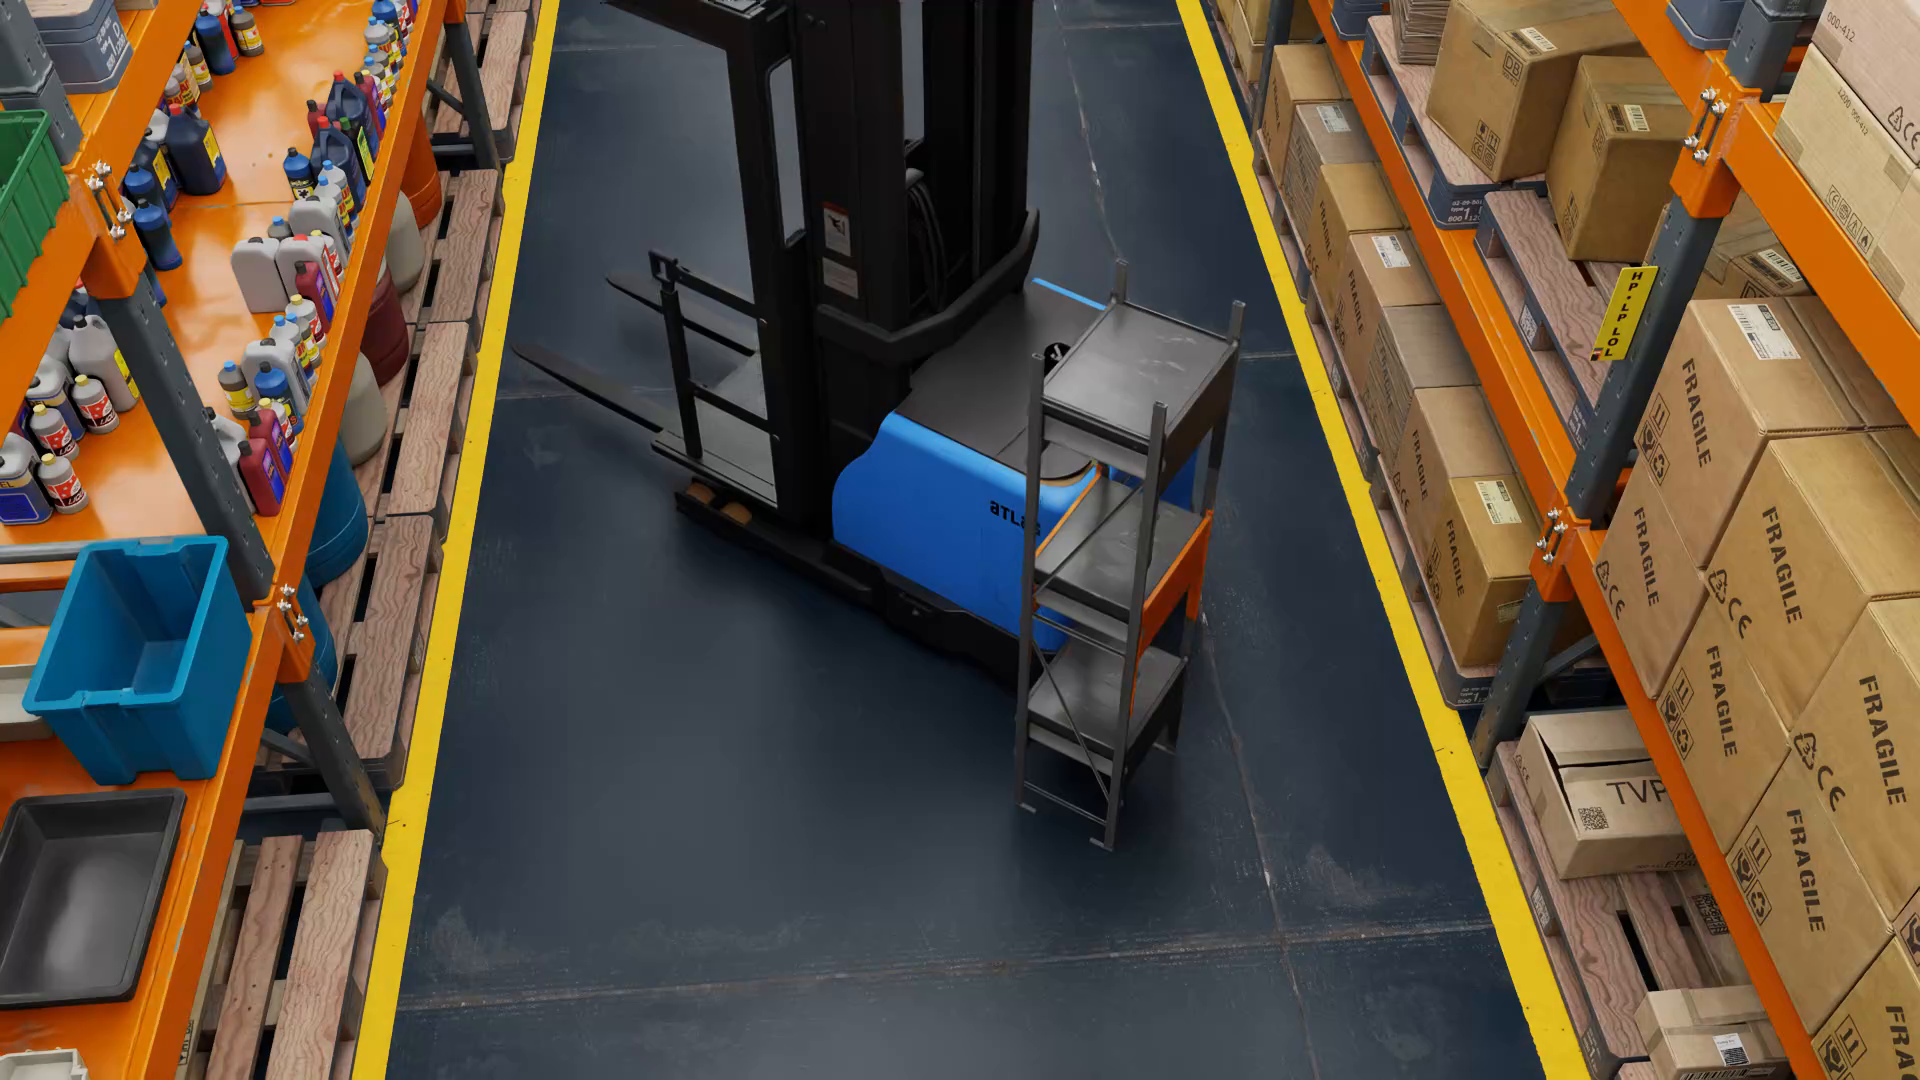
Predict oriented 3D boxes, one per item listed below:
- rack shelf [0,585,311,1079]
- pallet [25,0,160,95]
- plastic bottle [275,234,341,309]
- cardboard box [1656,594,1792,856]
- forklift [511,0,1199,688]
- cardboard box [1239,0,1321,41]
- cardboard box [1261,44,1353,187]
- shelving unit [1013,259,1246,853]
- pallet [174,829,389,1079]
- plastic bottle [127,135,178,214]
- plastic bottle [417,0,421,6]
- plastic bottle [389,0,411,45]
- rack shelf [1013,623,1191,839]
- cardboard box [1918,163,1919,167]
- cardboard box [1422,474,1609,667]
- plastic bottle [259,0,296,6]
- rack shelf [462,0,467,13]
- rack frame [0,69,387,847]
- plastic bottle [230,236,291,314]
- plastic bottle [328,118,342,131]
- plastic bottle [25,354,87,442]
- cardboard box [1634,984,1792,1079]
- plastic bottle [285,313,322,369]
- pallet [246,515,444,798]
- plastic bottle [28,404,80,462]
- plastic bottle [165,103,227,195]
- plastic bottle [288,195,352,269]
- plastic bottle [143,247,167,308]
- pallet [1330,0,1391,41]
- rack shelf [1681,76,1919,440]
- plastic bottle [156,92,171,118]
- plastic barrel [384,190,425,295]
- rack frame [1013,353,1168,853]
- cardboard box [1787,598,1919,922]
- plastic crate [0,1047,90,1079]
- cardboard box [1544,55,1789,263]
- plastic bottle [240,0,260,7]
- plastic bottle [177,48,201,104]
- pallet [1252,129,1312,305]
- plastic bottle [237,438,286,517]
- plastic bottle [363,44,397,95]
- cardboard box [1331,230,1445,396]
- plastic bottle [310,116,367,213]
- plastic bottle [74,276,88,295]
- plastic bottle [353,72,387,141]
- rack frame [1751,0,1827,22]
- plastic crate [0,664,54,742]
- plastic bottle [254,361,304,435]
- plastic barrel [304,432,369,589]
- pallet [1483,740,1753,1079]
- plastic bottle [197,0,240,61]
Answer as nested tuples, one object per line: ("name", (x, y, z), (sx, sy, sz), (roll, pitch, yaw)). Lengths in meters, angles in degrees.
("rack shelf", (-2.376, 1.730, 3.678), (1.077, 0.370, 4.000), (-3, 47, -3))
("pallet", (-2.706, -1.492, 4.298), (1.213, 0.211, 1.003), (-3, 47, -3))
("plastic bottle", (-2.280, -0.950, 5.806), (0.152, 0.276, 0.135), (-3, 47, -3))
("cardboard box", (2.210, 0.458, 4.318), (0.500, 0.500, 0.500), (-3, 47, -3))
("forklift", (-0.570, -1.287, 6.087), (3.031, 2.935, 1.130), (27, 52, 23))
("cardboard box", (1.769, -2.913, 8.797), (0.500, 0.311, 0.500), (-2, 47, -2))
("cardboard box", (1.811, -2.102, 8.230), (0.500, 0.500, 0.500), (-2, 47, -2))
("shelving unit", (0.493, 0.147, 5.301), (0.431, 2.100, 0.503), (24, 51, 21))
("pallet", (-2.443, 1.524, 5.298), (1.003, 0.211, 1.213), (-3, 47, -3))
("plastic bottle", (-3.039, -1.390, 6.171), (0.144, 0.351, 0.185), (-3, 47, -3))
("plastic bottle", (-2.428, -2.439, 7.267), (0.097, 0.201, 0.097), (0, 47, 0))
("plastic bottle", (-2.400, -2.202, 7.042), (0.097, 0.201, 0.097), (0, 47, 0))
("rack shelf", (0.492, 0.638, 5.819), (0.431, 0.518, 0.480), (24, 51, 21))
("cardboard box", (2.230, -0.686, 3.163), (0.500, 0.250, 0.500), (-3, 47, -3))
("cardboard box", (2.066, 0.106, 6.139), (0.500, 0.500, 0.500), (-4, 47, -4))
("plastic bottle", (-3.013, -2.492, 7.267), (0.152, 0.276, 0.135), (-3, 47, -3))
("rack shelf", (-3.046, -4.058, 9.159), (1.077, 0.370, 4.000), (-3, 47, -3))
("rack frame", (-2.543, 0.035, 4.787), (1.000, 3.000, 0.127), (-3, 47, -3))
("plastic bottle", (-2.432, -0.941, 5.797), (0.152, 0.276, 0.135), (-3, 47, -3))
("plastic bottle", (-2.358, -1.491, 6.313), (0.061, 0.283, 0.133), (-3, 47, -3))
("plastic bottle", (-2.929, -0.452, 5.334), (0.152, 0.276, 0.135), (-3, 47, -3))
("cardboard box", (2.295, 1.502, 5.046), (0.380, 0.166, 0.250), (-3, 47, -3))
("plastic bottle", (-2.224, -0.675, 5.597), (0.097, 0.201, 0.097), (0, 47, 0))
("pallet", (-2.566, 0.434, 6.331), (1.003, 0.211, 1.213), (-3, 47, -3))
("plastic bottle", (-2.886, -0.344, 5.283), (0.097, 0.201, 0.097), (0, 47, 0))
("plastic bottle", (-2.898, -1.496, 6.272), (0.144, 0.351, 0.185), (-3, 47, -3))
("plastic bottle", (-2.299, -1.118, 5.964), (0.152, 0.276, 0.135), (-3, 47, -3))
("plastic bottle", (-2.860, -0.933, 5.793), (0.097, 0.271, 0.097), (0, 47, 0))
("pallet", (2.185, -2.605, 7.420), (1.213, 0.211, 1.003), (-3, 47, -3))
("rack shelf", (2.560, 0.400, 2.871), (1.077, 0.370, 4.000), (-3, 47, -3))
("plastic bottle", (-3.113, -1.647, 6.461), (0.061, 0.283, 0.133), (-3, 47, -3))
("plastic barrel", (-2.684, -1.391, 7.563), (0.421, 0.512, 0.421), (0, 47, 0))
("rack frame", (0.366, 0.299, 5.157), (0.400, 2.100, 0.015), (24, 51, 21))
("cardboard box", (2.238, 0.462, 3.625), (0.500, 0.500, 0.500), (-5, 47, -4))
("plastic crate", (-2.098, 1.347, 3.685), (0.293, 0.136, 0.466), (-3, 47, -3))
("cardboard box", (2.455, -1.292, 5.686), (0.700, 0.500, 0.500), (3, 47, 3))
("plastic bottle", (-3.164, -2.483, 7.258), (0.152, 0.276, 0.135), (-3, 47, -3))
("plastic bottle", (-3.140, -1.884, 6.685), (0.061, 0.283, 0.133), (-3, 47, -3))
("pallet", (2.083, -1.656, 8.309), (1.003, 0.211, 1.213), (-3, 47, -3))
("plastic bottle", (-2.149, -0.216, 5.105), (0.061, 0.283, 0.133), (-3, 47, -3))
("plastic bottle", (-2.368, -1.920, 6.776), (0.097, 0.201, 0.097), (0, 47, 0))
("cardboard box", (1.947, -0.983, 7.170), (0.500, 0.500, 0.500), (-5, 47, -5))
("plastic bottle", (-2.325, -1.400, 6.180), (0.144, 0.351, 0.185), (-3, 47, -3))
("plastic bottle", (-2.971, -0.817, 5.679), (0.152, 0.276, 0.135), (-3, 47, -3))
("plastic bottle", (-2.324, -1.725, 6.534), (0.061, 0.283, 0.133), (-3, 47, -3))
("rack frame", (2.393, -2.326, 2.891), (1.000, 3.000, 0.127), (-3, 47, -3))
("plastic crate", (-2.647, 0.451, 4.534), (0.396, 0.136, 0.243), (-3, 47, -3))
("plastic bottle", (-2.196, -0.461, 5.346), (0.097, 0.271, 0.097), (0, 47, 0))
("plastic barrel", (-2.631, -0.294, 6.255), (0.600, 0.901, 0.708), (-3, 47, -3))
("pallet", (2.449, 1.193, 5.611), (1.003, 0.211, 1.213), (-3, 47, -3))
("plastic bottle", (-3.125, -2.148, 6.941), (0.152, 0.276, 0.135), (-3, 47, -3))
